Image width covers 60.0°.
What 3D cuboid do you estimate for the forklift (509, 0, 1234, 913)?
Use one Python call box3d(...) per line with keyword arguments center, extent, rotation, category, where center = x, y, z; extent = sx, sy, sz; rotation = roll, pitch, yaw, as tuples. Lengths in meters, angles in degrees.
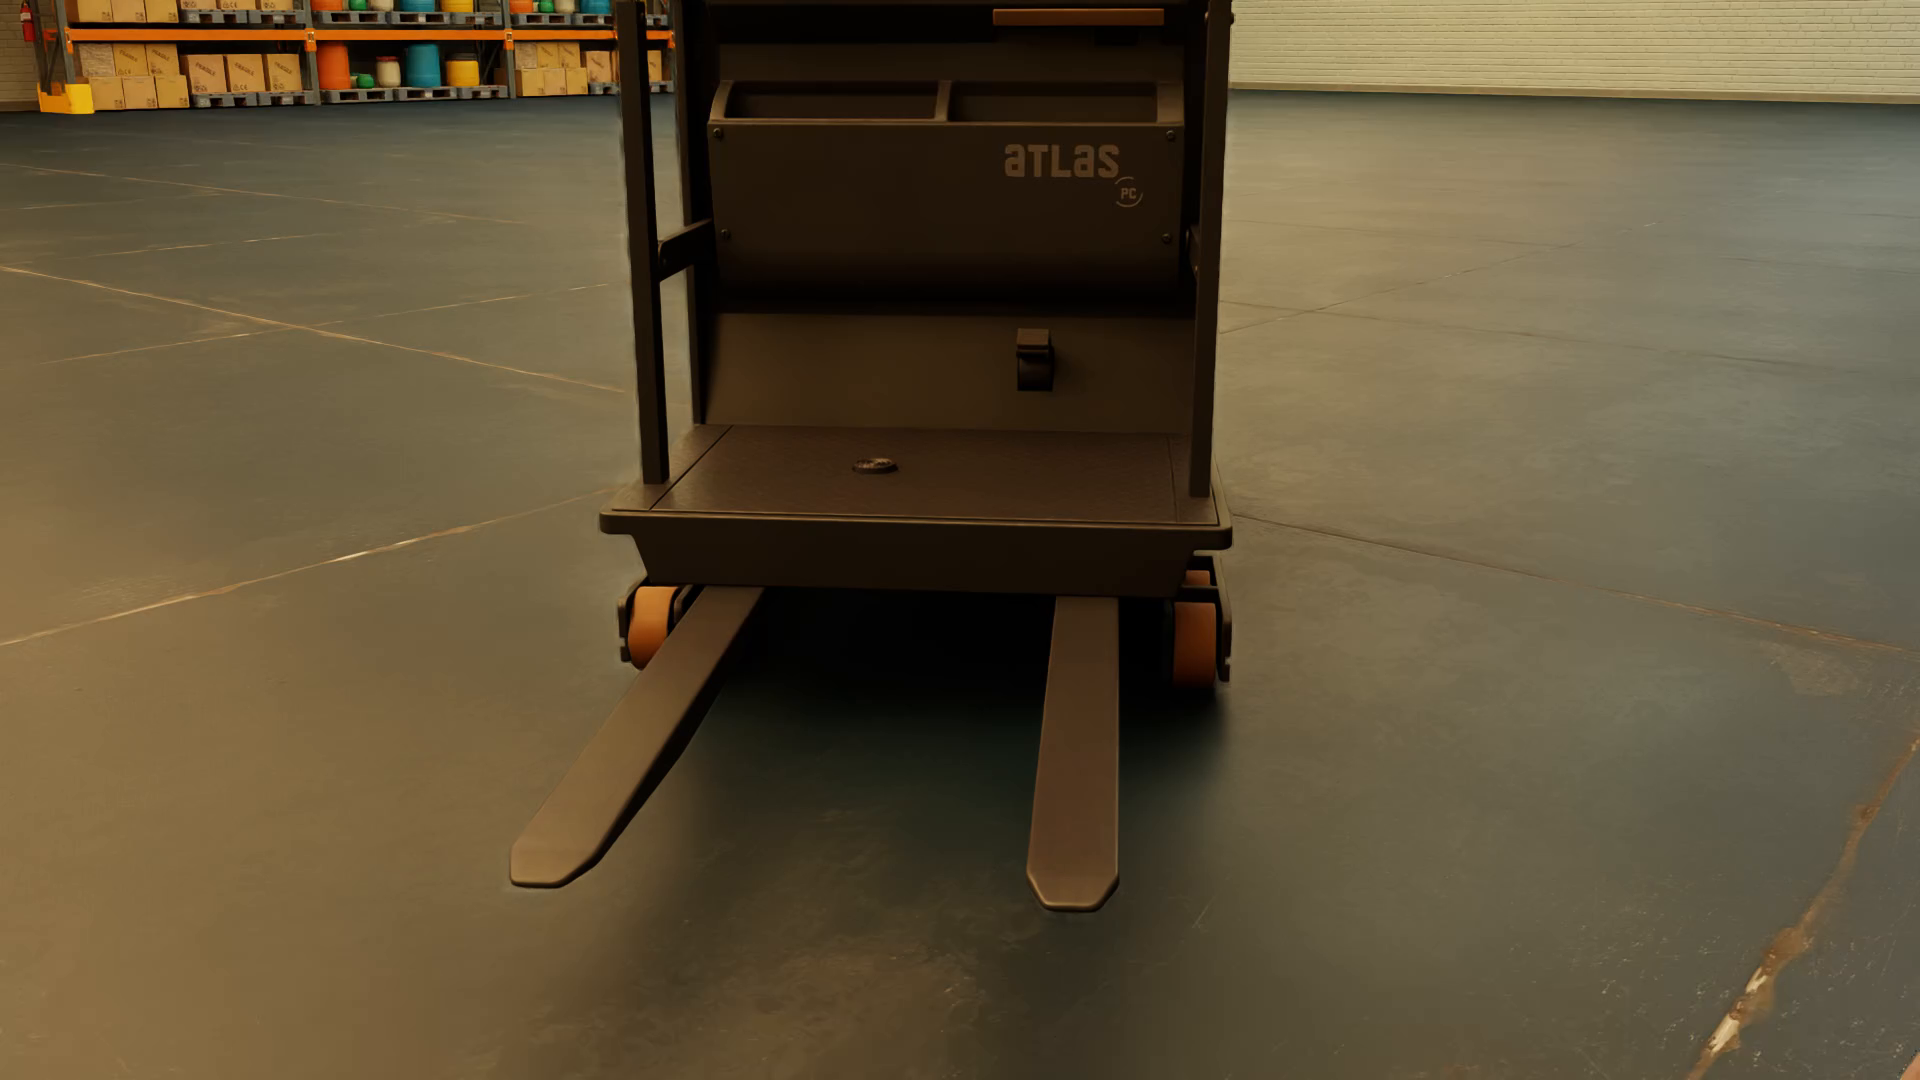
box3d(center=(-0.043, -1.229, 2.946), extent=(1.130, 2.935, 3.031), rotation=(2, 17, 5), category="forklift")
